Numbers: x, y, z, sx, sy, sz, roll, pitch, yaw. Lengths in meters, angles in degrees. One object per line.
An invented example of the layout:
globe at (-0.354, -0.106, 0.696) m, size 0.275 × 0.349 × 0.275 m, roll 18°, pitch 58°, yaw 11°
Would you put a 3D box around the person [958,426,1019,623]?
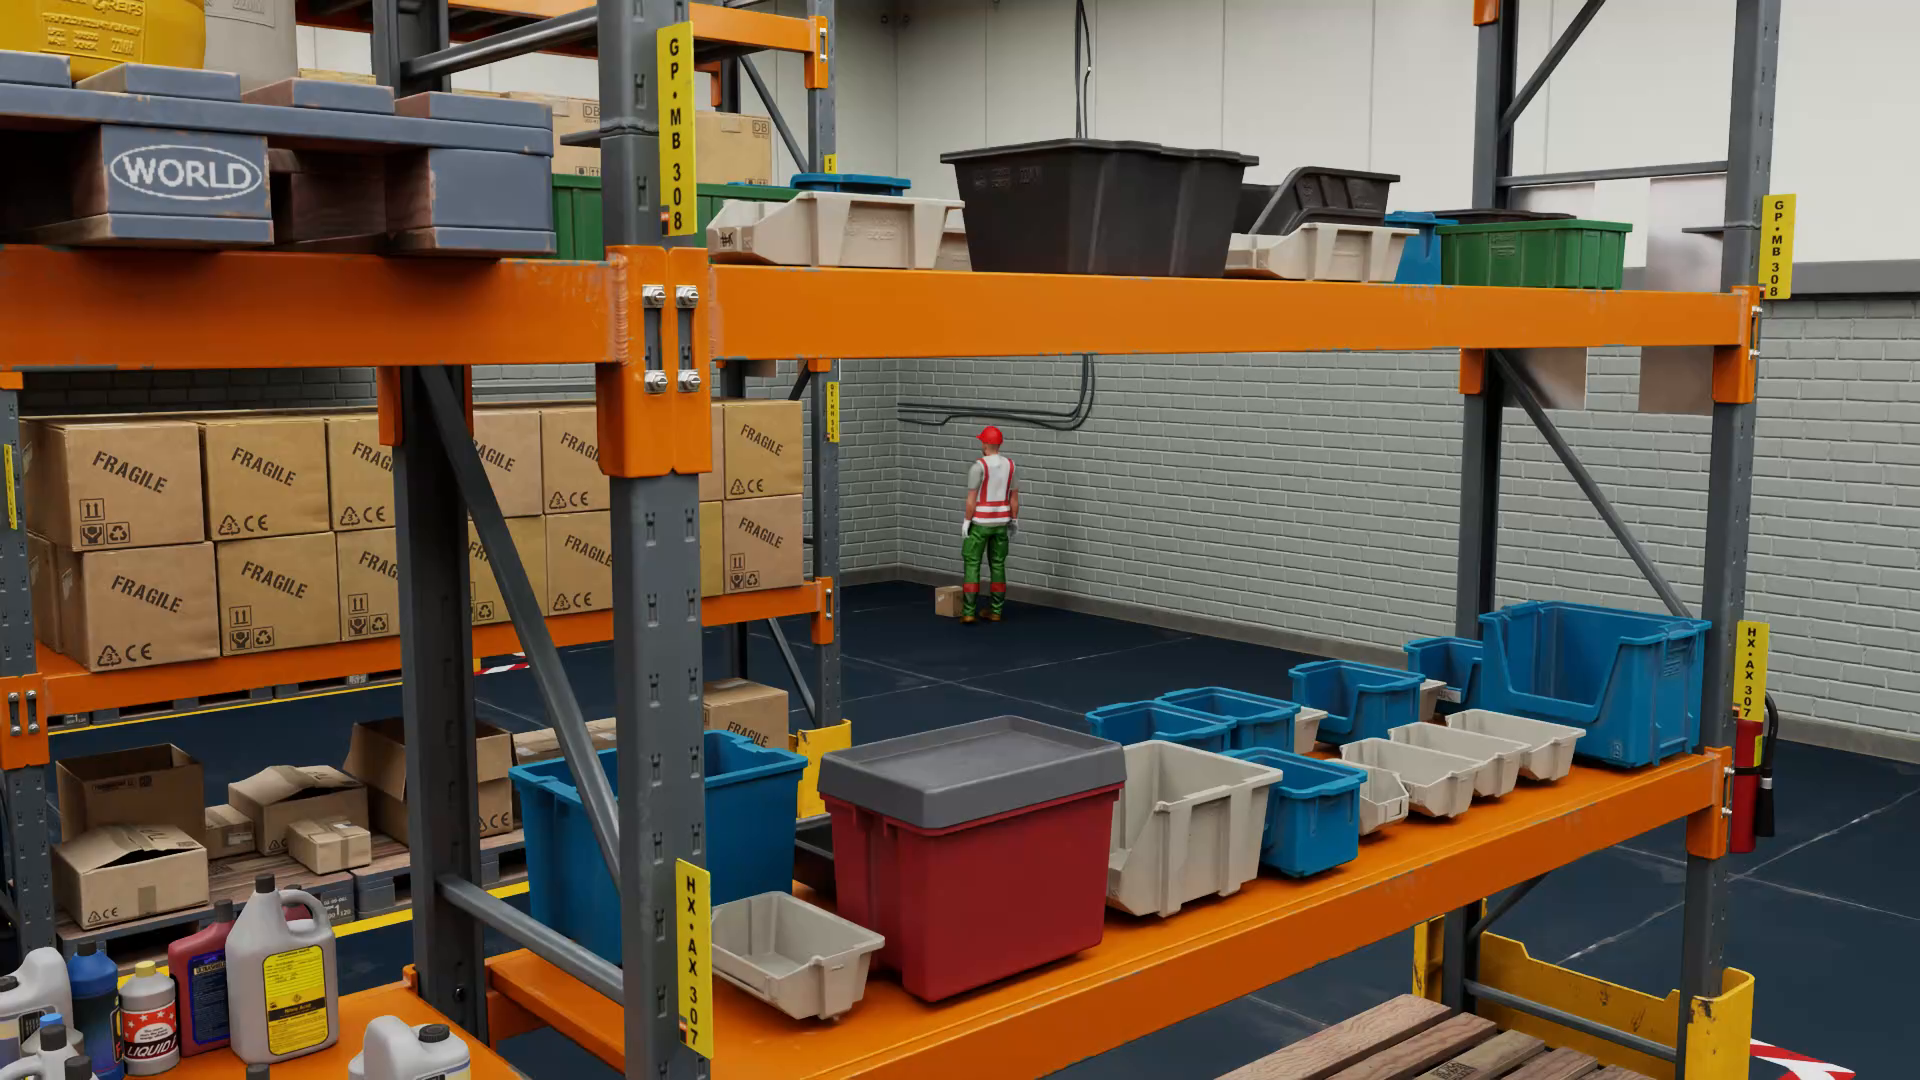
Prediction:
person at (0.250, -0.138, 15.262) m, size 0.606 × 1.816 × 0.391 m, roll -4°, pitch 9°, yaw -31°
